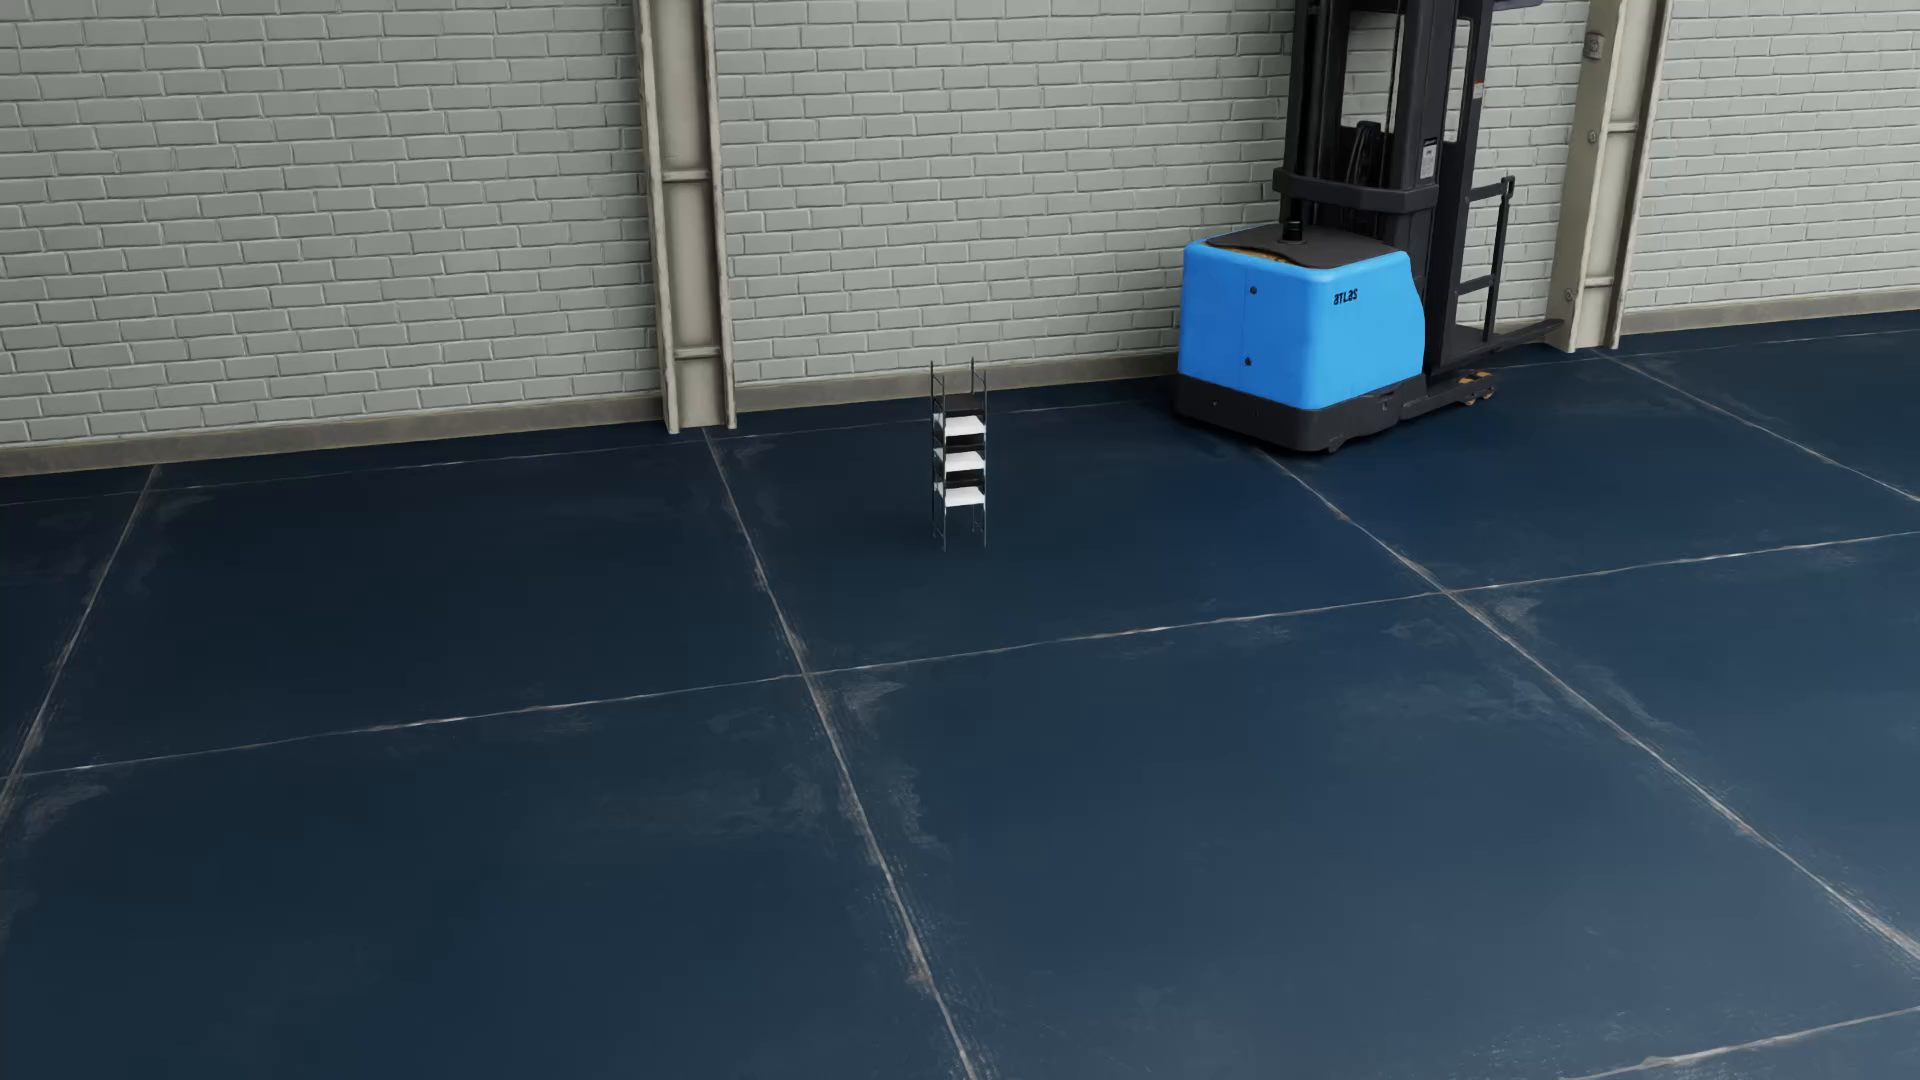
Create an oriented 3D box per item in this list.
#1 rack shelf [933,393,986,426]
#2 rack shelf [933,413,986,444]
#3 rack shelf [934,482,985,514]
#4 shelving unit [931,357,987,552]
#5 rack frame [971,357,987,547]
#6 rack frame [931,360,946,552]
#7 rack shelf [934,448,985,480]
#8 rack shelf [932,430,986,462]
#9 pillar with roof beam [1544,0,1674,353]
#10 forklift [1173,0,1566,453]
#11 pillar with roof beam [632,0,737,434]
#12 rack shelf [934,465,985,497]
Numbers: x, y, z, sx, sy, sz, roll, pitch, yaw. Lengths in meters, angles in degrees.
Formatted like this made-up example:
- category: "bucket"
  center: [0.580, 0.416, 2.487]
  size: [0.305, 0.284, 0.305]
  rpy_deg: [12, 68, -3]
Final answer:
- category: "rack shelf"
  center: [-0.008, -0.630, 7.977]
  size: [0.200, 0.077, 0.258]
  rpy_deg: [-6, 24, -14]
- category: "rack shelf"
  center: [-0.008, -0.547, 8.013]
  size: [0.200, 0.077, 0.258]
  rpy_deg: [-6, 24, -14]
- category: "rack shelf"
  center: [-0.008, -0.217, 8.155]
  size: [0.200, 0.077, 0.258]
  rpy_deg: [-6, 24, -14]
- category: "shelving unit"
  center: [-0.008, -0.413, 8.071]
  size: [0.210, 0.900, 0.258]
  rpy_deg: [-6, 24, -14]
- category: "rack frame"
  center: [0.090, -0.424, 8.096]
  size: [0.006, 0.900, 0.240]
  rpy_deg: [-6, 24, -14]
- category: "rack frame"
  center: [-0.106, -0.402, 8.045]
  size: [0.006, 0.900, 0.240]
  rpy_deg: [-6, 24, -14]
- category: "rack shelf"
  center: [-0.008, -0.382, 8.084]
  size: [0.200, 0.077, 0.258]
  rpy_deg: [-6, 24, -14]
- category: "rack shelf"
  center: [-0.008, -0.465, 8.048]
  size: [0.200, 0.077, 0.258]
  rpy_deg: [-6, 24, -14]
- category: "pillar with roof beam"
  center: [5.396, -3.836, 5.779]
  size: [0.400, 9.000, 9.100]
  rpy_deg: [-6, 24, -14]
- category: "forklift"
  center: [2.696, -2.306, 9.906]
  size: [3.031, 2.935, 1.130]
  rpy_deg: [-20, 30, -38]
- category: "pillar with roof beam"
  center: [-0.381, -3.197, 4.289]
  size: [0.400, 9.000, 9.100]
  rpy_deg: [-6, 24, -14]
- category: "rack shelf"
  center: [-0.008, -0.299, 8.119]
  size: [0.200, 0.077, 0.258]
  rpy_deg: [-6, 24, -14]
